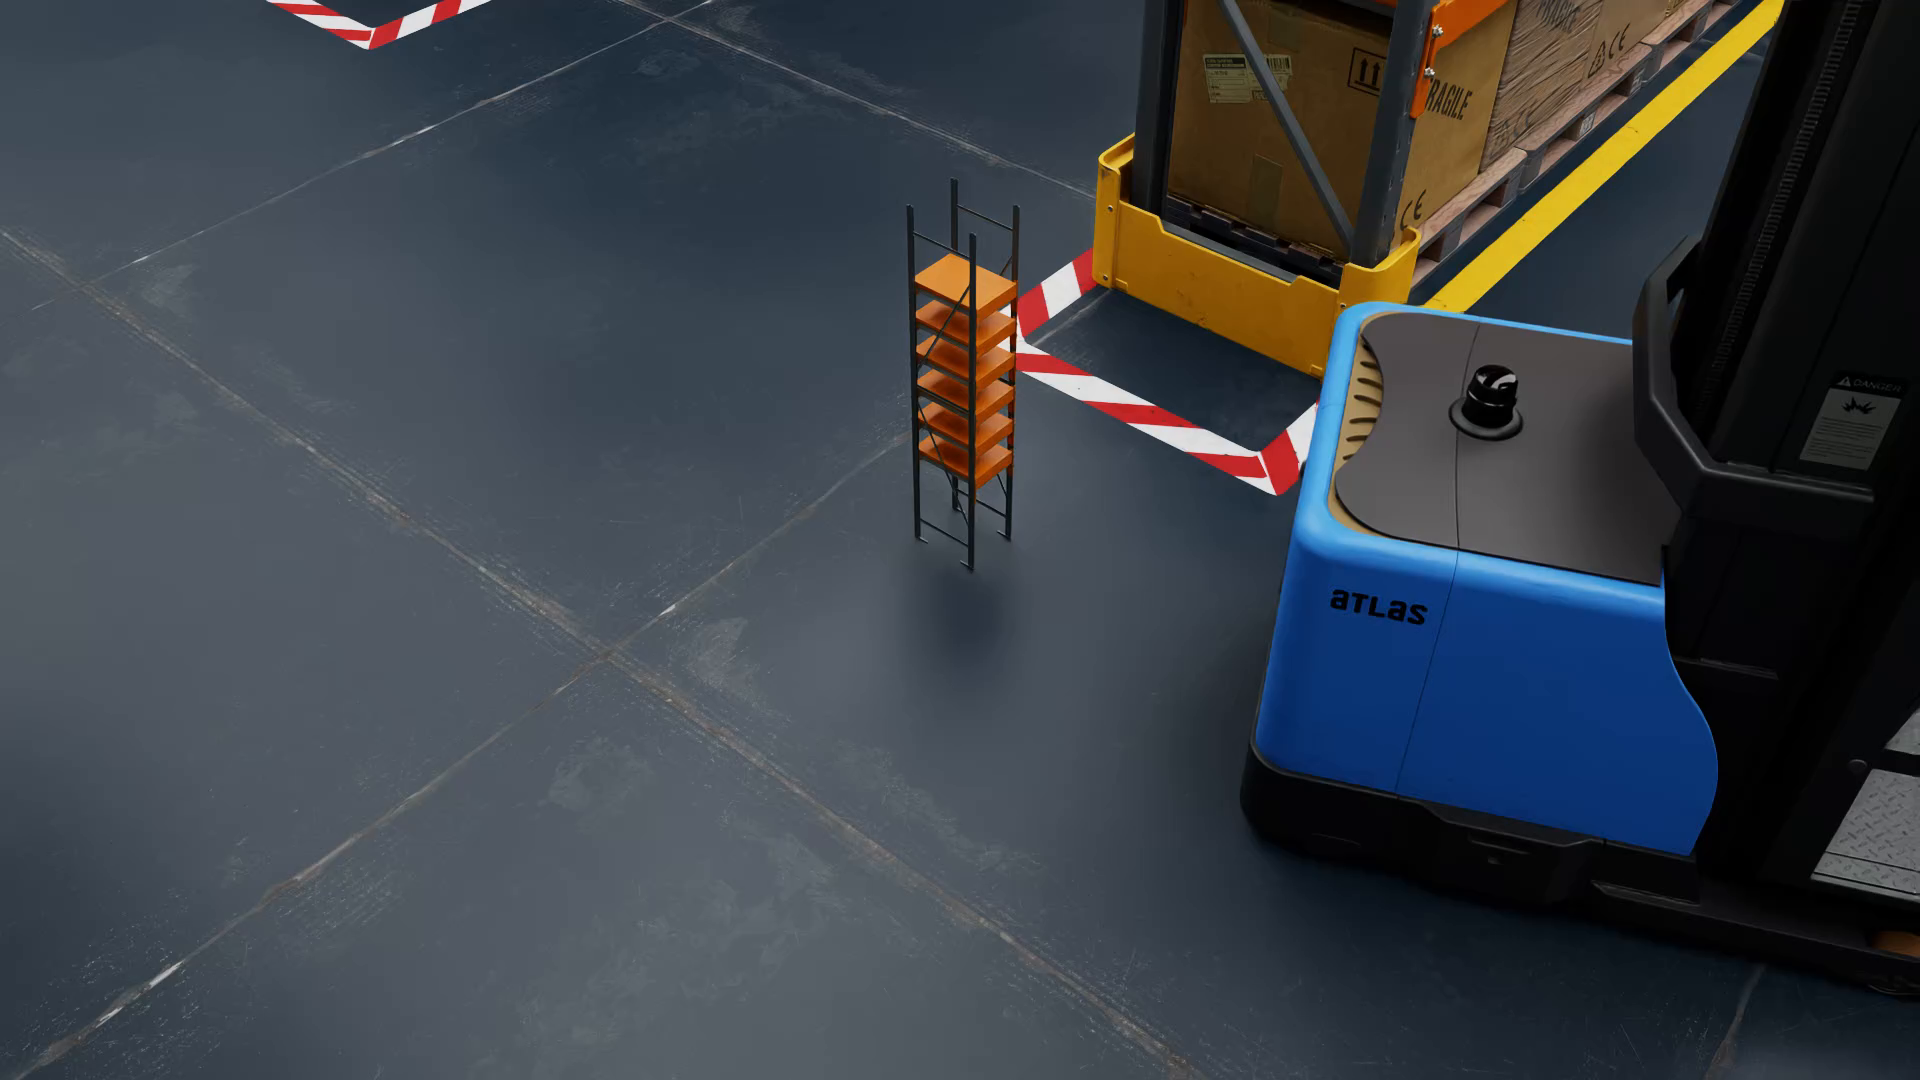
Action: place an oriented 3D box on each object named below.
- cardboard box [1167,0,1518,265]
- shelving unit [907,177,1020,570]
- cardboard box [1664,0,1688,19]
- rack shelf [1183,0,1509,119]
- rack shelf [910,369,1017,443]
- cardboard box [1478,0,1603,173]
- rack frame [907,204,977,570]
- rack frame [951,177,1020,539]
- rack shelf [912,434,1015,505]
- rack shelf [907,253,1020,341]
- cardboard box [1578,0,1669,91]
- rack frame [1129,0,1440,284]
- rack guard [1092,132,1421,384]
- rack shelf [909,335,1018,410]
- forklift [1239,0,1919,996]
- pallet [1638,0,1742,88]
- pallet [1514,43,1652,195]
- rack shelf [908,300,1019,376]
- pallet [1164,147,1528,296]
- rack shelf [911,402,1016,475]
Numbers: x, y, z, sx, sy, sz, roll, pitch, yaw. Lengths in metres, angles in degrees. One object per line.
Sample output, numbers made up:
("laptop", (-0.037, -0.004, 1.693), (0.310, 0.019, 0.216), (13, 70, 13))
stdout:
("cardboard box", (1.400, -1.694, 6.151), (0.875, 0.875, 0.875), (29, 50, 28))
("shelving unit", (0.009, -0.451, 4.855), (0.258, 1.200, 0.189), (29, 50, 28))
("cardboard box", (3.138, -3.085, 7.680), (0.875, 0.875, 0.875), (29, 50, 28))
("rack shelf", (2.337, -2.724, 6.551), (1.077, 0.370, 4.000), (29, 50, 28))
("rack shelf", (0.009, -0.419, 4.884), (0.258, 0.103, 0.180), (29, 50, 28))
("cardboard box", (1.986, -2.163, 6.666), (0.875, 0.875, 0.875), (29, 50, 28))
("rack frame", (-0.050, -0.404, 4.803), (0.240, 1.200, 0.006), (29, 50, 28))
("rack frame", (0.068, -0.498, 4.906), (0.240, 1.200, 0.006), (29, 50, 28))
("rack shelf", (0.009, -0.241, 5.046), (0.258, 0.103, 0.180), (29, 50, 28))
("rack shelf", (0.009, -0.685, 4.642), (0.258, 0.103, 0.180), (29, 50, 28))
("cardboard box", (2.559, -2.621, 7.170), (0.875, 0.875, 0.875), (29, 50, 28))
("rack frame", (1.050, -1.961, 5.177), (1.000, 3.000, 0.127), (29, 50, 28))
("rack guard", (1.034, -1.024, 6.004), (1.175, 0.500, 0.348), (29, 50, 28))
("rack shelf", (0.009, -0.507, 4.804), (0.258, 0.103, 0.180), (29, 50, 28))
("forklift", (2.312, -0.346, 3.452), (3.031, 2.935, 1.130), (11, 43, 12))
("pallet", (3.075, -2.631, 7.987), (1.003, 0.211, 1.213), (29, 50, 28))
("pallet", (2.290, -2.000, 7.293), (1.003, 0.211, 1.213), (29, 50, 28))
("rack shelf", (0.009, -0.596, 4.723), (0.258, 0.103, 0.180), (29, 50, 28))
("pallet", (1.504, -1.375, 6.605), (1.003, 0.211, 1.213), (29, 50, 28))
("rack shelf", (0.009, -0.330, 4.965), (0.258, 0.103, 0.180), (29, 50, 28))
